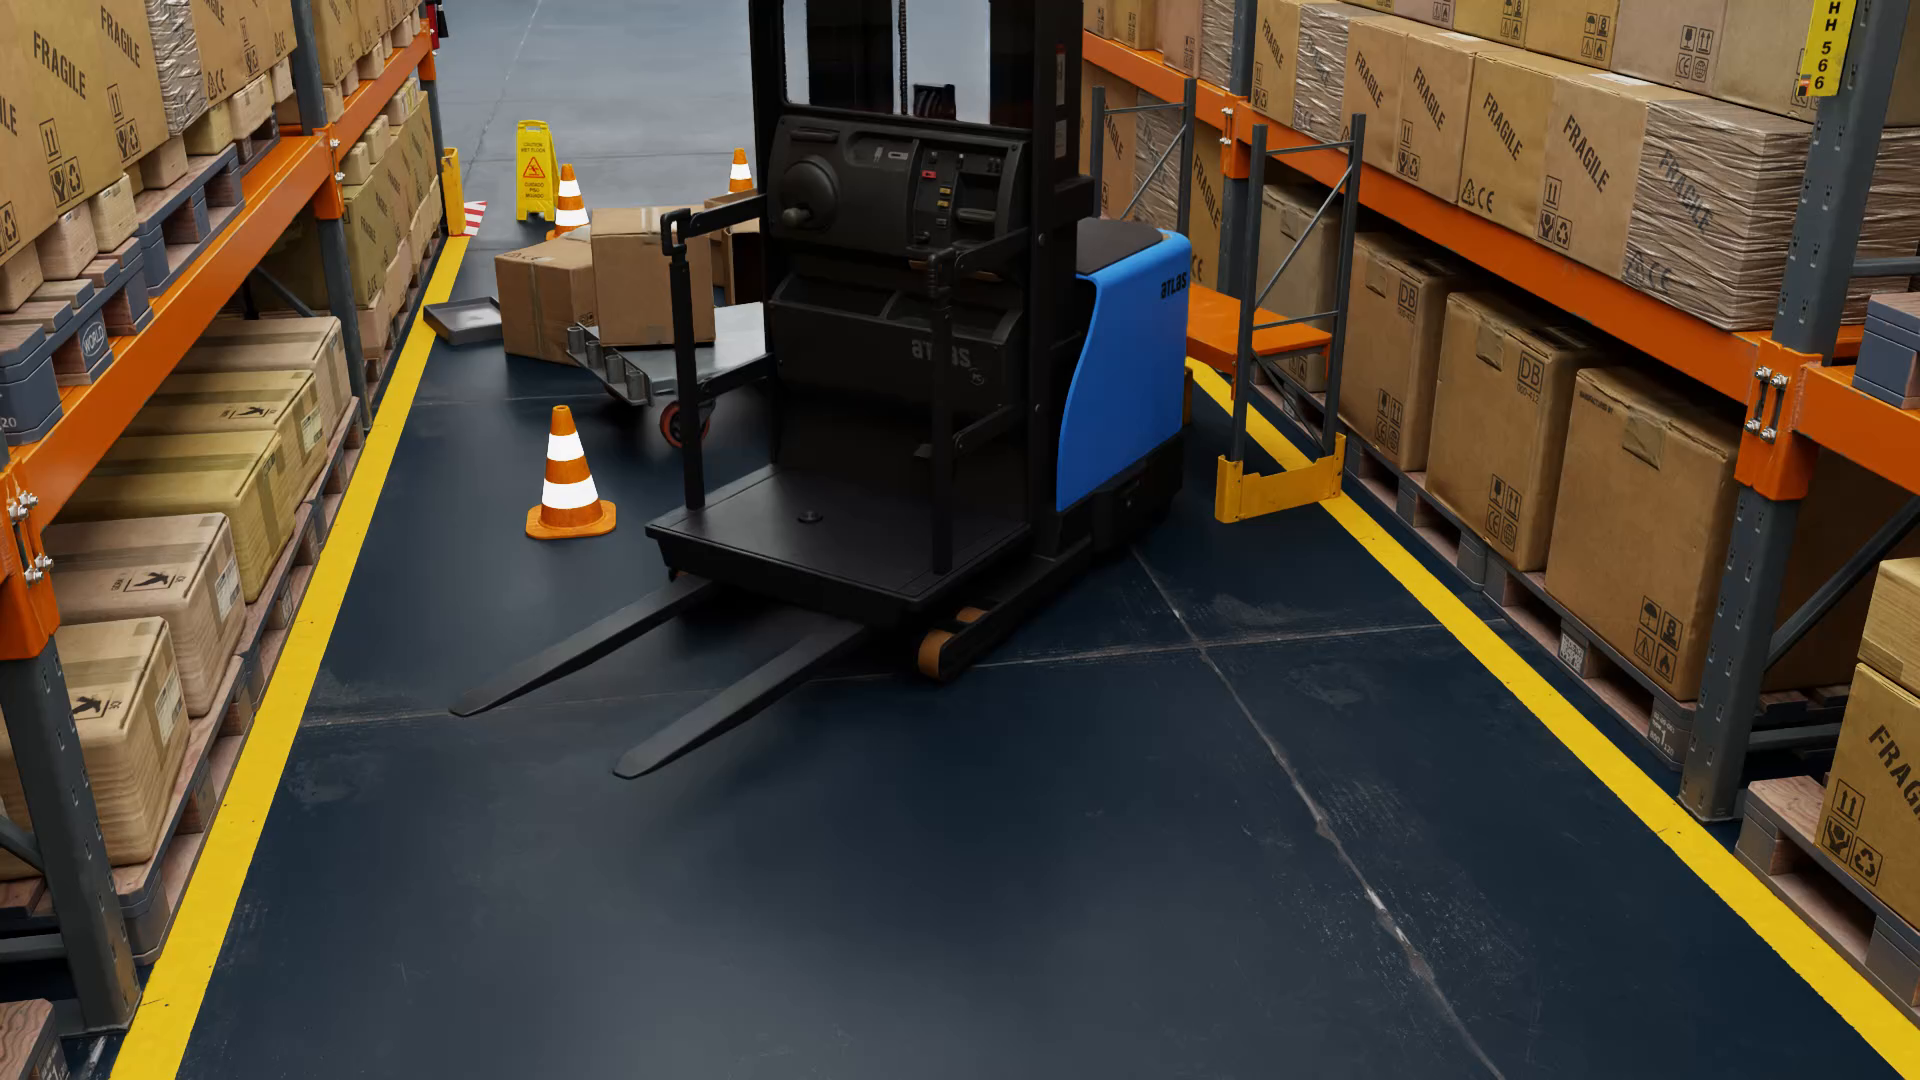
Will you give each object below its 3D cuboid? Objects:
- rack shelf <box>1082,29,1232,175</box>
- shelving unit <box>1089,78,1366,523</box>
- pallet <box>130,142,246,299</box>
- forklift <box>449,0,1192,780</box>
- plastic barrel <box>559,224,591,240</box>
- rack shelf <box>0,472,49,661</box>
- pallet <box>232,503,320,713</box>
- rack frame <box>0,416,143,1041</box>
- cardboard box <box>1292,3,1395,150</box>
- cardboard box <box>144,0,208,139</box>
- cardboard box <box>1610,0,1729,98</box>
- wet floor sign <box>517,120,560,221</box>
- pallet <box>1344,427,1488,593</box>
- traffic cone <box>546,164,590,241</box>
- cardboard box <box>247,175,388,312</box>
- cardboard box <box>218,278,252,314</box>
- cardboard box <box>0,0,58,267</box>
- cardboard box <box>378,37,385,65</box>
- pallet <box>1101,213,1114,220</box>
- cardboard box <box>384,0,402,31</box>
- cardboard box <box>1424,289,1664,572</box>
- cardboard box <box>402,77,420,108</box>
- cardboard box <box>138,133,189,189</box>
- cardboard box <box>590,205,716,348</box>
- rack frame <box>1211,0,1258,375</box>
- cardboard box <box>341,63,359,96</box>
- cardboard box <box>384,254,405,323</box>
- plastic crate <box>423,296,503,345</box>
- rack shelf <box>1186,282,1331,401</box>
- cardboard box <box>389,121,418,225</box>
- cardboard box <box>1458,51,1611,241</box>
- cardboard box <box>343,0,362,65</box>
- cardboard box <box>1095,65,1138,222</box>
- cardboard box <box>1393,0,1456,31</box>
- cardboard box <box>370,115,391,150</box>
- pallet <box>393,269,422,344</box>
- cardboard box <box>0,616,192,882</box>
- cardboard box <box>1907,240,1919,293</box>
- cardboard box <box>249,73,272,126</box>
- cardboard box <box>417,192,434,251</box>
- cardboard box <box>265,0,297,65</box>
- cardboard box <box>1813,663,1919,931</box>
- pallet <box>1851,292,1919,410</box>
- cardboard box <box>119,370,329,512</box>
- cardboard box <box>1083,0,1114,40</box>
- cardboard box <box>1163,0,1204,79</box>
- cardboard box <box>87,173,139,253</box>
[{"bbox_3d":[1.372,-2.695,9.573,1.077,0.370,4.000,-4,24,-10],"label":"rack shelf"},{"bbox_3d":[1.010,-0.994,6.652,0.587,1.500,1.083,-13,27,-27],"label":"shelving unit"},{"bbox_3d":[-2.770,-0.947,4.909,1.003,0.211,1.213,-4,24,-10],"label":"pallet"},{"bbox_3d":[-0.332,-1.108,5.125,1.130,2.935,3.031,14,27,29],"label":"forklift"},{"bbox_3d":[-1.974,-1.525,9.212,0.512,0.421,0.421,13,27,27],"label":"plastic barrel"},{"bbox_3d":[-1.994,0.857,1.438,1.077,0.370,4.000,-4,24,-10],"label":"rack shelf"},{"bbox_3d":[-2.729,0.233,5.454,1.003,0.211,1.213,-4,24,-10],"label":"pallet"},{"bbox_3d":[-2.364,-0.259,3.095,1.000,3.000,0.127,-4,24,-10],"label":"rack frame"},{"bbox_3d":[1.669,-1.859,6.634,0.500,0.500,0.500,-4,24,-9],"label":"cardboard box"},{"bbox_3d":[-2.513,-1.438,4.773,0.500,0.500,0.500,-5,24,-12],"label":"cardboard box"},{"bbox_3d":[2.314,-1.545,4.666,0.700,0.500,0.500,-5,24,-11],"label":"cardboard box"},{"bbox_3d":[-2.827,-2.481,11.124,0.267,0.644,0.232,4,24,9],"label":"wet floor sign"},{"bbox_3d":[2.188,-0.182,6.402,1.003,0.211,1.213,-4,24,-10],"label":"pallet"},{"bbox_3d":[-2.496,-2.169,10.639,0.336,0.463,0.334,-4,24,-10],"label":"traffic cone"},{"bbox_3d":[-2.948,-1.360,7.591,0.500,0.500,0.500,-3,24,-7],"label":"cardboard box"},{"bbox_3d":[-3.477,-1.321,7.501,0.500,0.500,0.500,-5,24,-10],"label":"cardboard box"},{"bbox_3d":[-2.220,-0.828,3.376,0.500,0.500,0.500,-5,24,-11],"label":"cardboard box"},{"bbox_3d":[-3.148,-2.466,8.462,0.380,0.149,0.250,-4,24,-10],"label":"cardboard box"},{"bbox_3d":[1.449,-1.746,9.985,1.003,0.211,1.213,-4,24,-10],"label":"pallet"},{"bbox_3d":[-3.295,-3.000,8.875,0.500,0.500,0.500,-4,24,-10],"label":"cardboard box"},{"bbox_3d":[2.293,-0.416,5.742,1.050,0.750,0.750,-4,24,-9],"label":"cardboard box"},{"bbox_3d":[-3.305,-2.544,9.490,0.380,0.149,0.250,-4,24,-8],"label":"cardboard box"},{"bbox_3d":[-2.493,-1.117,4.849,0.380,0.149,0.250,-4,24,-8],"label":"cardboard box"},{"bbox_3d":[-1.360,-1.177,7.375,0.500,0.500,0.500,-4,24,-10],"label":"cardboard box"},{"bbox_3d":[1.742,-2.238,7.627,1.000,3.000,0.127,-4,24,-10],"label":"rack frame"},{"bbox_3d":[-3.035,-2.162,7.767,0.380,0.149,0.250,-4,24,-8],"label":"cardboard box"},{"bbox_3d":[-3.057,-1.226,8.220,0.500,0.250,0.500,-3,24,-7],"label":"cardboard box"},{"bbox_3d":[-2.588,-1.173,8.835,0.402,0.080,0.583,-13,27,-28],"label":"plastic crate"},{"bbox_3d":[1.005,-0.832,6.731,0.538,0.185,1.000,-13,27,-27],"label":"rack shelf"},{"bbox_3d":[-3.253,-1.982,9.014,0.500,0.500,0.500,-5,24,-11],"label":"cardboard box"},{"bbox_3d":[1.951,-1.261,5.265,0.500,0.500,0.500,-5,24,-11],"label":"cardboard box"},{"bbox_3d":[-3.027,-2.404,7.510,0.500,0.500,0.500,-4,24,-10],"label":"cardboard box"},{"bbox_3d":[1.358,-2.423,10.179,0.875,0.875,0.875,-5,24,-11],"label":"cardboard box"},{"bbox_3d":[2.030,-2.147,6.043,0.700,0.500,0.500,-4,24,-9],"label":"cardboard box"},{"bbox_3d":[-3.061,-2.019,8.288,0.380,0.149,0.250,-3,24,-7],"label":"cardboard box"},{"bbox_3d":[-3.492,-1.297,8.956,1.003,0.211,1.213,-4,24,-10],"label":"pallet"},{"bbox_3d":[-2.459,0.530,4.048,0.950,0.372,0.625,-6,24,-13],"label":"cardboard box"},{"bbox_3d":[2.664,-0.907,4.455,0.500,0.500,0.500,-4,24,-9],"label":"cardboard box"},{"bbox_3d":[-2.623,-1.524,5.780,0.380,0.149,0.250,-5,24,-11],"label":"cardboard box"},{"bbox_3d":[-3.342,-1.836,9.616,0.500,0.250,0.500,-4,24,-10],"label":"cardboard box"},{"bbox_3d":[-2.793,-2.042,6.157,0.500,0.500,0.500,-5,24,-11],"label":"cardboard box"},{"bbox_3d":[2.362,0.585,3.761,0.500,0.500,0.500,-5,24,-12],"label":"cardboard box"},{"bbox_3d":[2.718,-0.305,3.440,1.213,0.211,1.003,-4,24,-10],"label":"pallet"},{"bbox_3d":[-2.868,-0.332,6.021,0.950,0.372,0.625,-3,24,-6],"label":"cardboard box"},{"bbox_3d":[1.219,-3.294,9.856,0.875,0.550,0.550,-4,24,-10],"label":"cardboard box"},{"bbox_3d":[1.538,-2.666,8.419,0.875,0.550,0.550,-4,24,-10],"label":"cardboard box"},{"bbox_3d":[-2.297,-0.812,4.151,0.380,0.149,0.250,-4,24,-9],"label":"cardboard box"}]
